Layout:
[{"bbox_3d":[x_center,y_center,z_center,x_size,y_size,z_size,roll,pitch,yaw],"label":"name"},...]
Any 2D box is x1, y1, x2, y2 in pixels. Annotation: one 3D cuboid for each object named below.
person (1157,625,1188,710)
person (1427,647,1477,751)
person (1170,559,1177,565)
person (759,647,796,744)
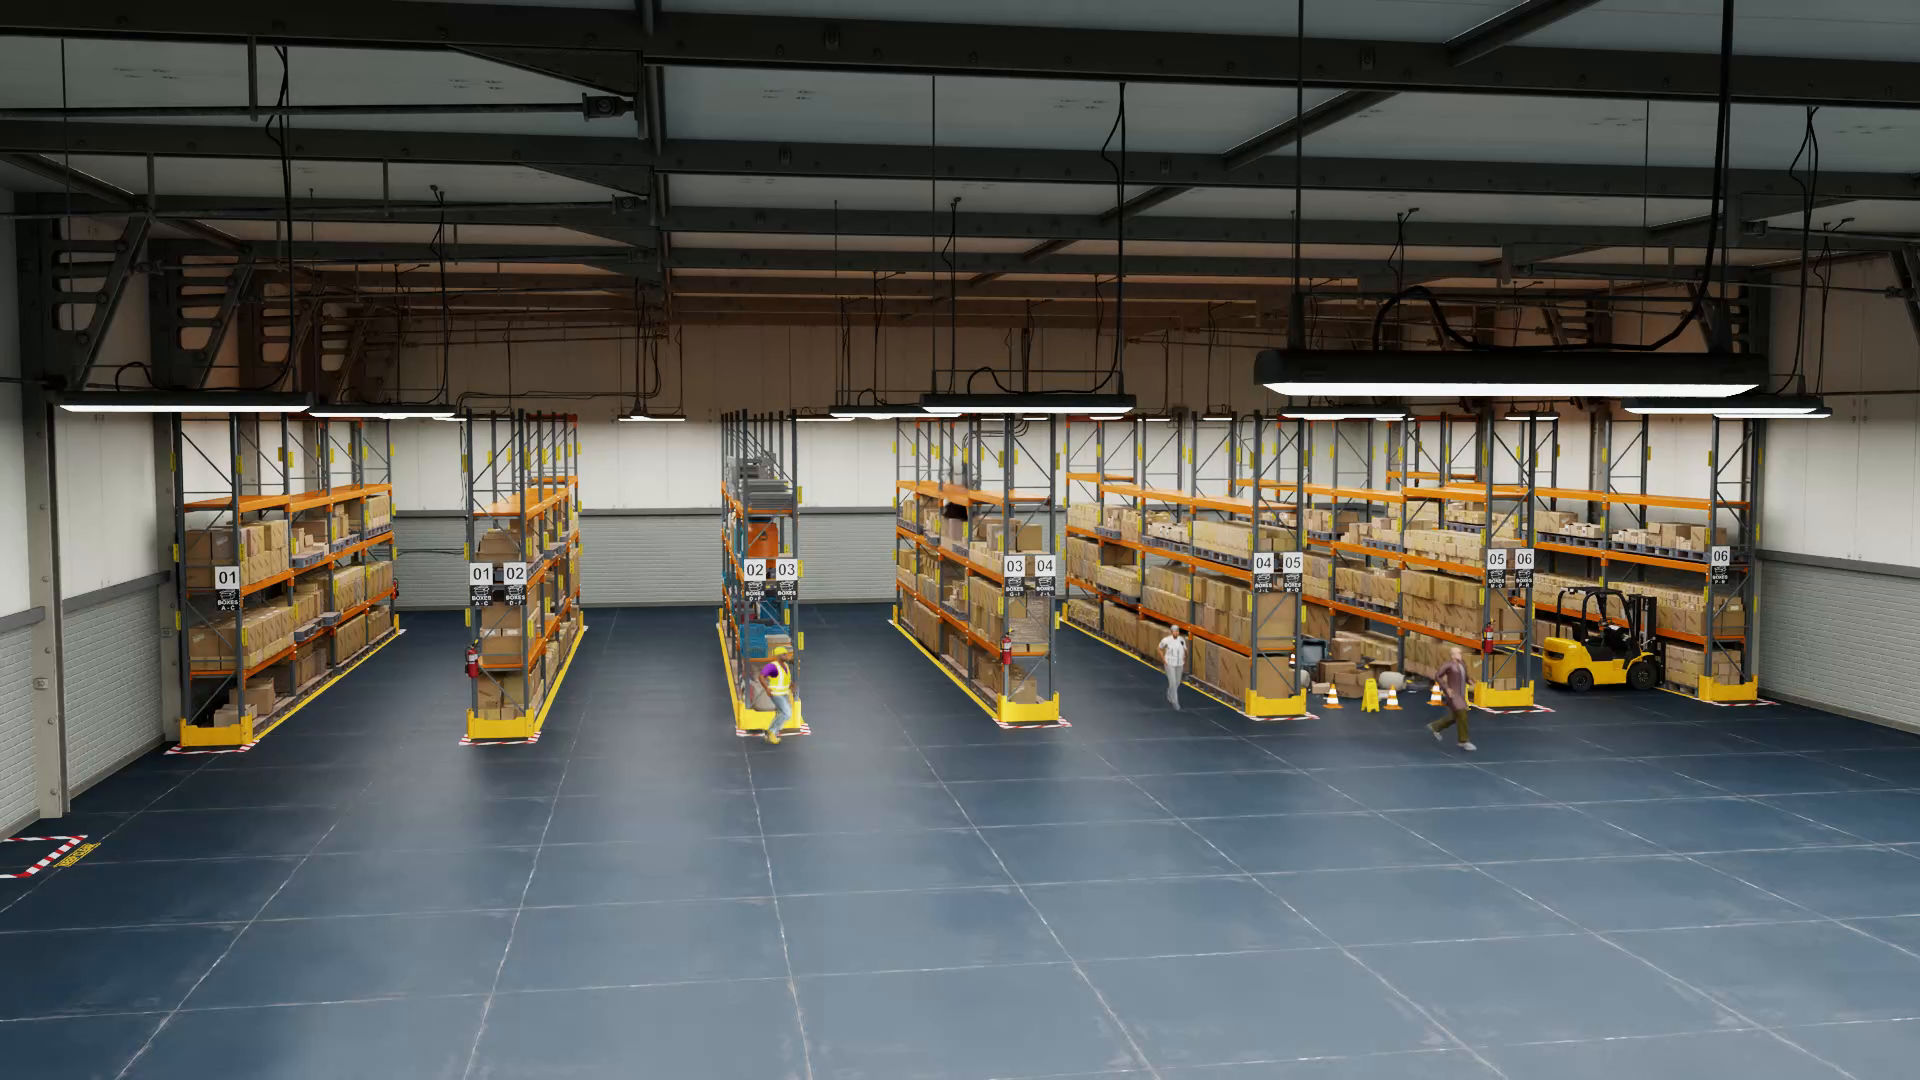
[{"bbox_3d":[4.330,2.551,33.668,0.615,1.684,0.844,-1,4,-18],"label":"person"},{"bbox_3d":[8.754,2.781,29.481,0.965,1.790,0.695,4,6,44],"label":"person"},{"bbox_3d":[6.639,1.395,50.453,0.756,1.680,0.585,0,4,-1],"label":"person"},{"bbox_3d":[-3.228,2.775,29.790,0.581,1.730,0.706,2,4,21],"label":"person"}]
